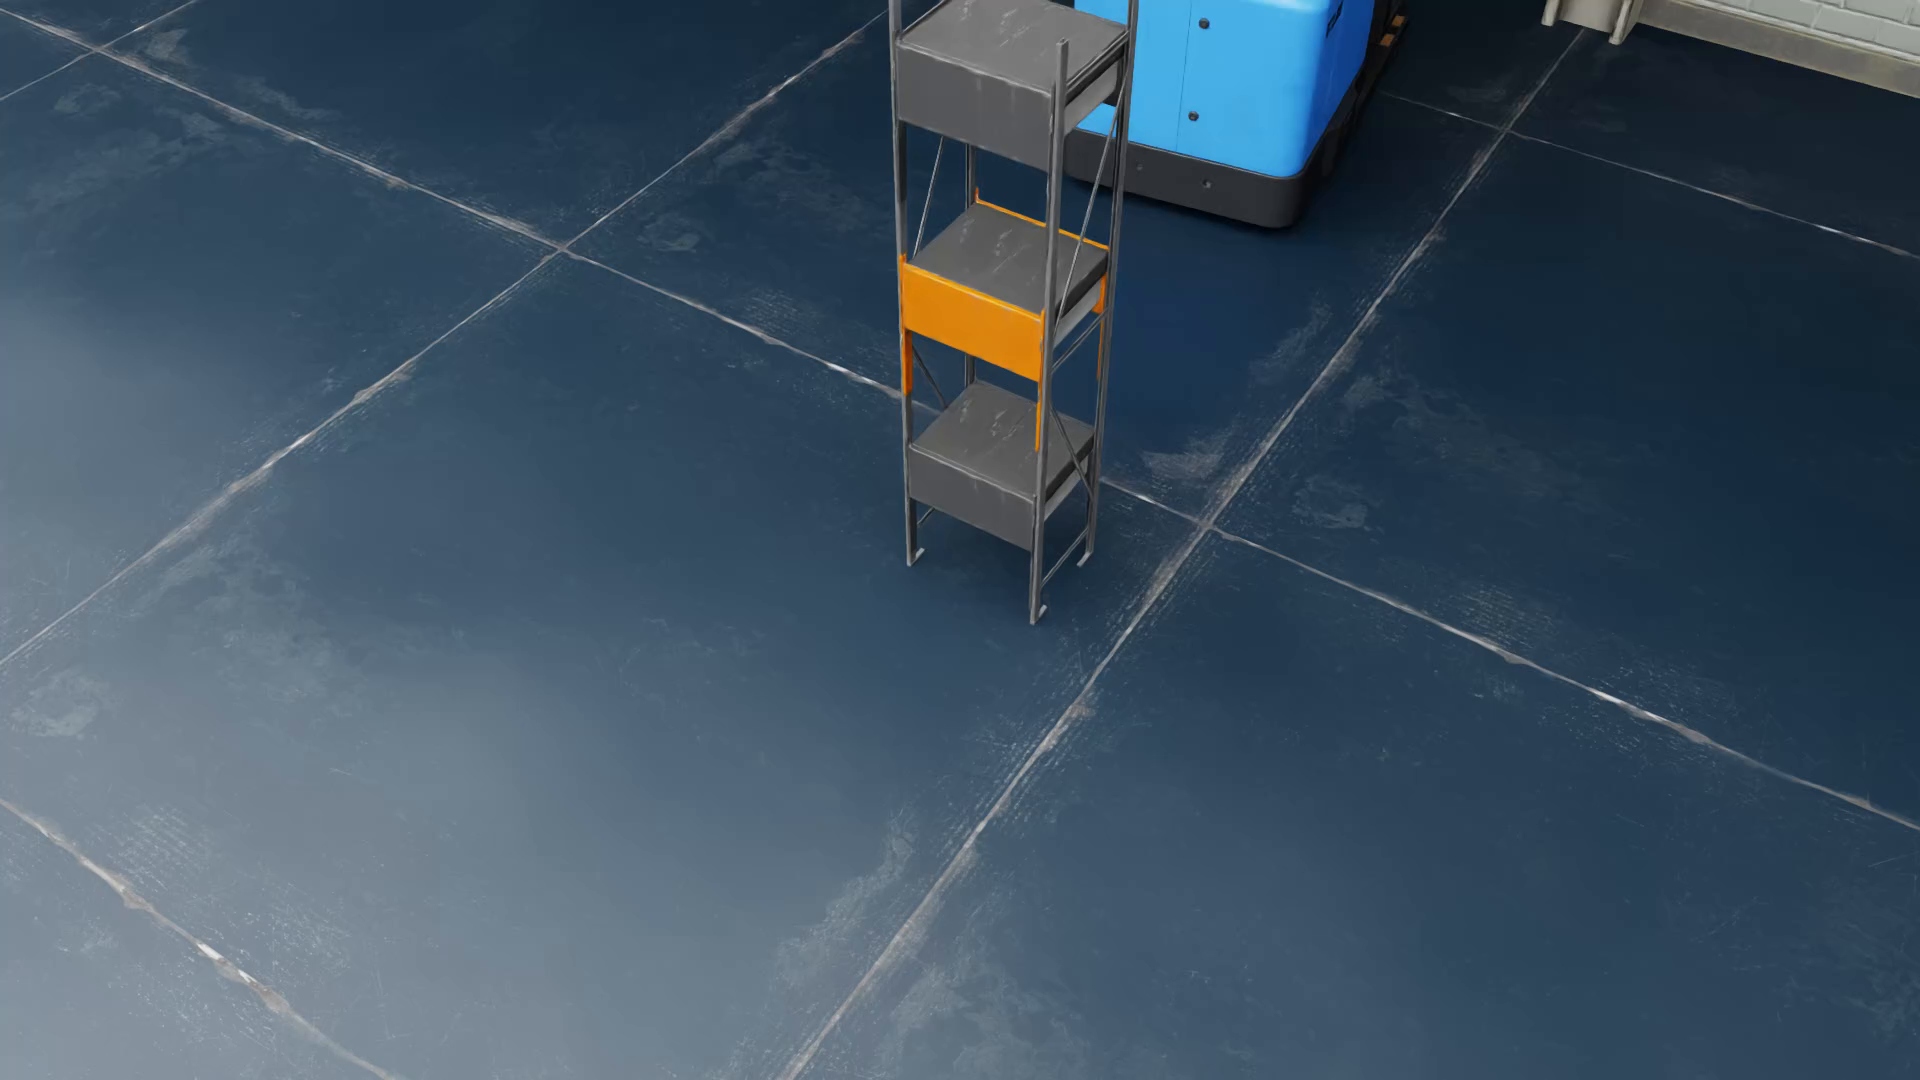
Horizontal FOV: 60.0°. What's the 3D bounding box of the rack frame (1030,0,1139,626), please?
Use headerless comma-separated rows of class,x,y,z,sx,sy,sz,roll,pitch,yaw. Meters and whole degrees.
rack frame,0.345,-0.573,4.843,0.015,2.100,0.400,25,51,22

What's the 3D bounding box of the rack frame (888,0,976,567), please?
rack frame,-0.066,-0.762,5.026,0.015,2.100,0.400,25,51,22

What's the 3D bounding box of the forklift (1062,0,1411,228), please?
forklift,1.522,-3.385,6.996,1.130,2.935,3.031,18,49,17

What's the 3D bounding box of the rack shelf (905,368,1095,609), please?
rack shelf,0.139,-0.170,5.446,0.480,0.518,0.431,25,51,22

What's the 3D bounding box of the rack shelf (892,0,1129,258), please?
rack shelf,0.139,-1.146,4.442,0.480,0.518,0.431,25,51,22

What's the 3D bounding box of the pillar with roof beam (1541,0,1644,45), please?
pillar with roof beam,0.801,-3.113,2.500,0.400,9.000,9.100,25,51,22

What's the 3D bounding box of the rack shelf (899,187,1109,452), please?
rack shelf,0.139,-0.658,4.944,0.480,0.518,0.431,25,51,22

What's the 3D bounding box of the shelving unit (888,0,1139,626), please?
shelving unit,0.139,-0.668,4.935,0.503,2.100,0.431,25,51,22
